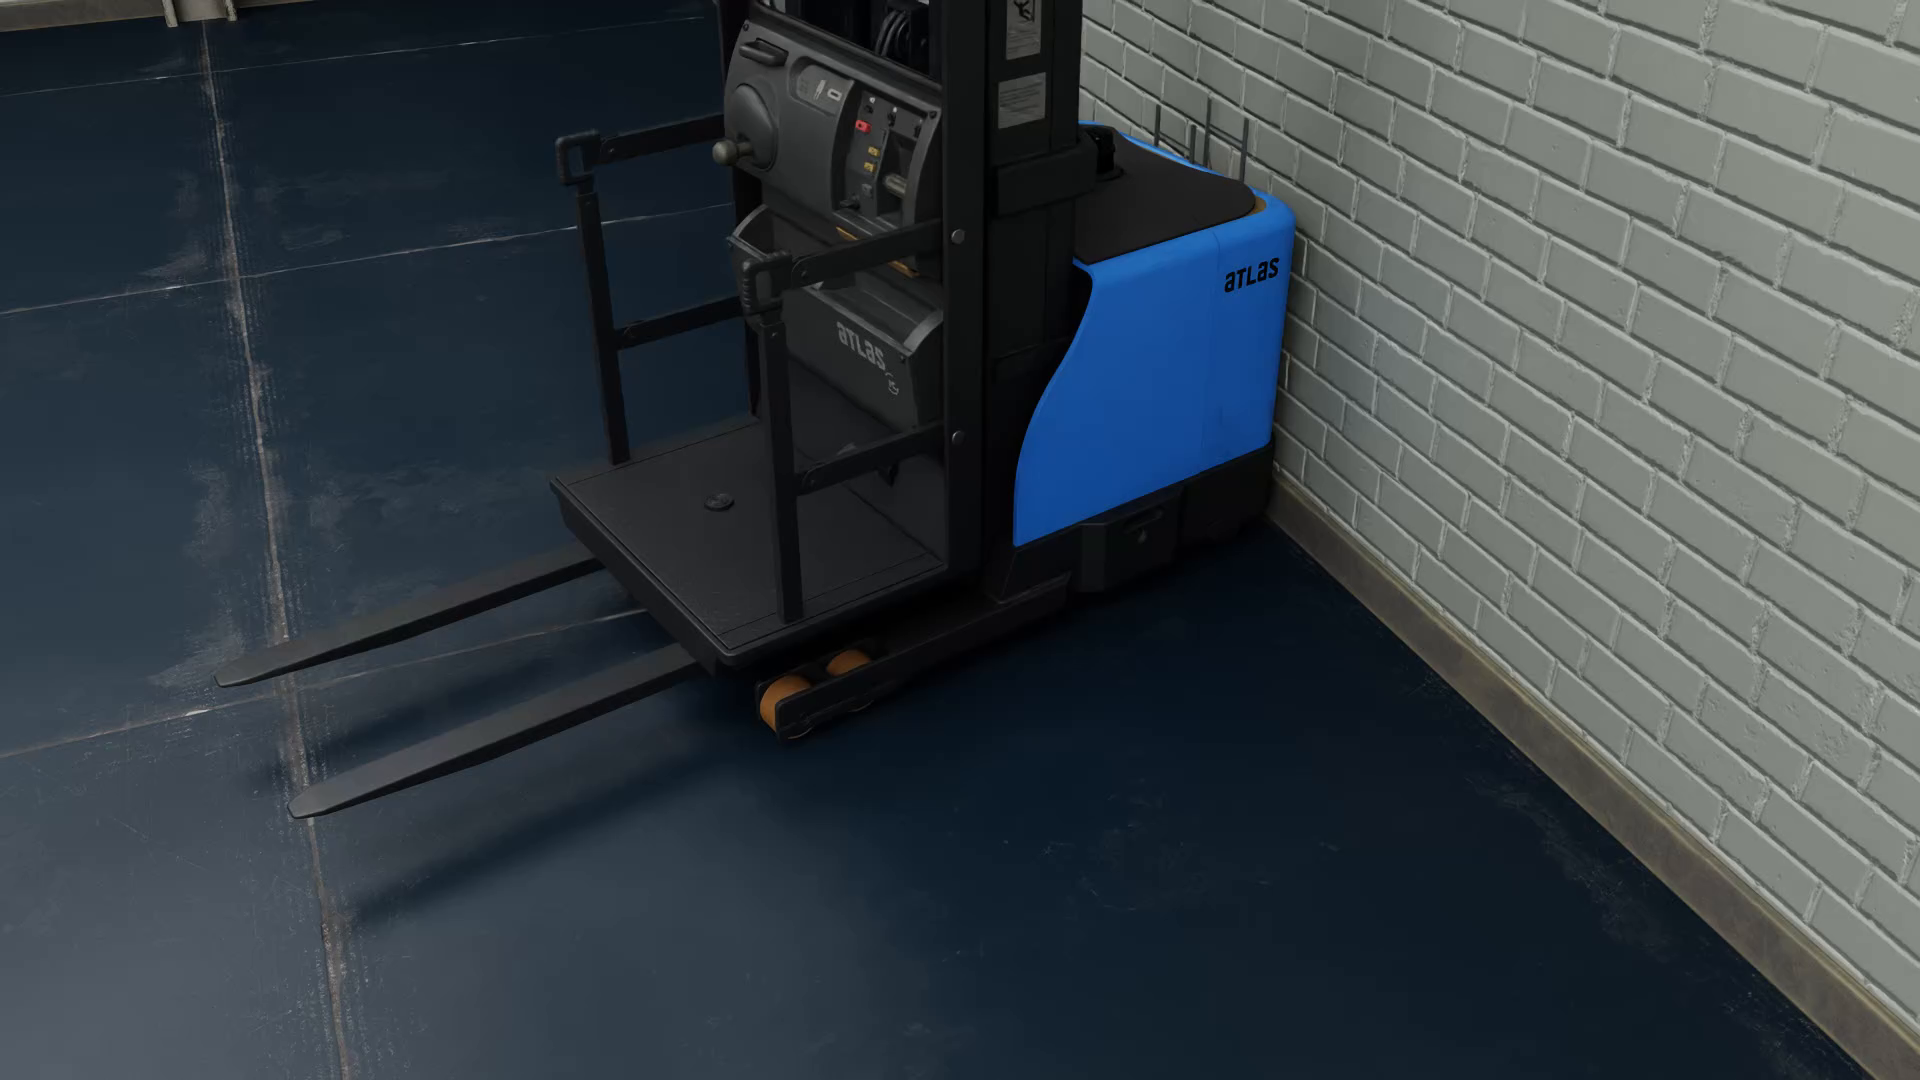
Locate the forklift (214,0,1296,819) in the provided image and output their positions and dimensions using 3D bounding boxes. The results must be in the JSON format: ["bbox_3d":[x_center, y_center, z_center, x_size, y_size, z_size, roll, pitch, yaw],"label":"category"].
[{"bbox_3d":[-0.510,-1.028,4.142,3.031,2.935,1.130,-21,39,-29],"label":"forklift"}]

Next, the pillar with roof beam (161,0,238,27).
[{"bbox_3d":[-2.964,-4.804,4.382,0.400,9.000,9.100,-13,35,-19],"label":"pillar with roof beam"}]

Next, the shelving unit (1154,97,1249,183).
[{"bbox_3d":[0.741,-0.799,5.400,0.189,1.200,0.258,-12,33,-19],"label":"shelving unit"}]

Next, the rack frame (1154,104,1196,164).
[{"bbox_3d":[0.657,-0.781,5.369,0.006,1.200,0.240,-12,33,-19],"label":"rack frame"}]

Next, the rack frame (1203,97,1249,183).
[{"bbox_3d":[0.825,-0.817,5.430,0.006,1.200,0.240,-12,33,-19],"label":"rack frame"}]
